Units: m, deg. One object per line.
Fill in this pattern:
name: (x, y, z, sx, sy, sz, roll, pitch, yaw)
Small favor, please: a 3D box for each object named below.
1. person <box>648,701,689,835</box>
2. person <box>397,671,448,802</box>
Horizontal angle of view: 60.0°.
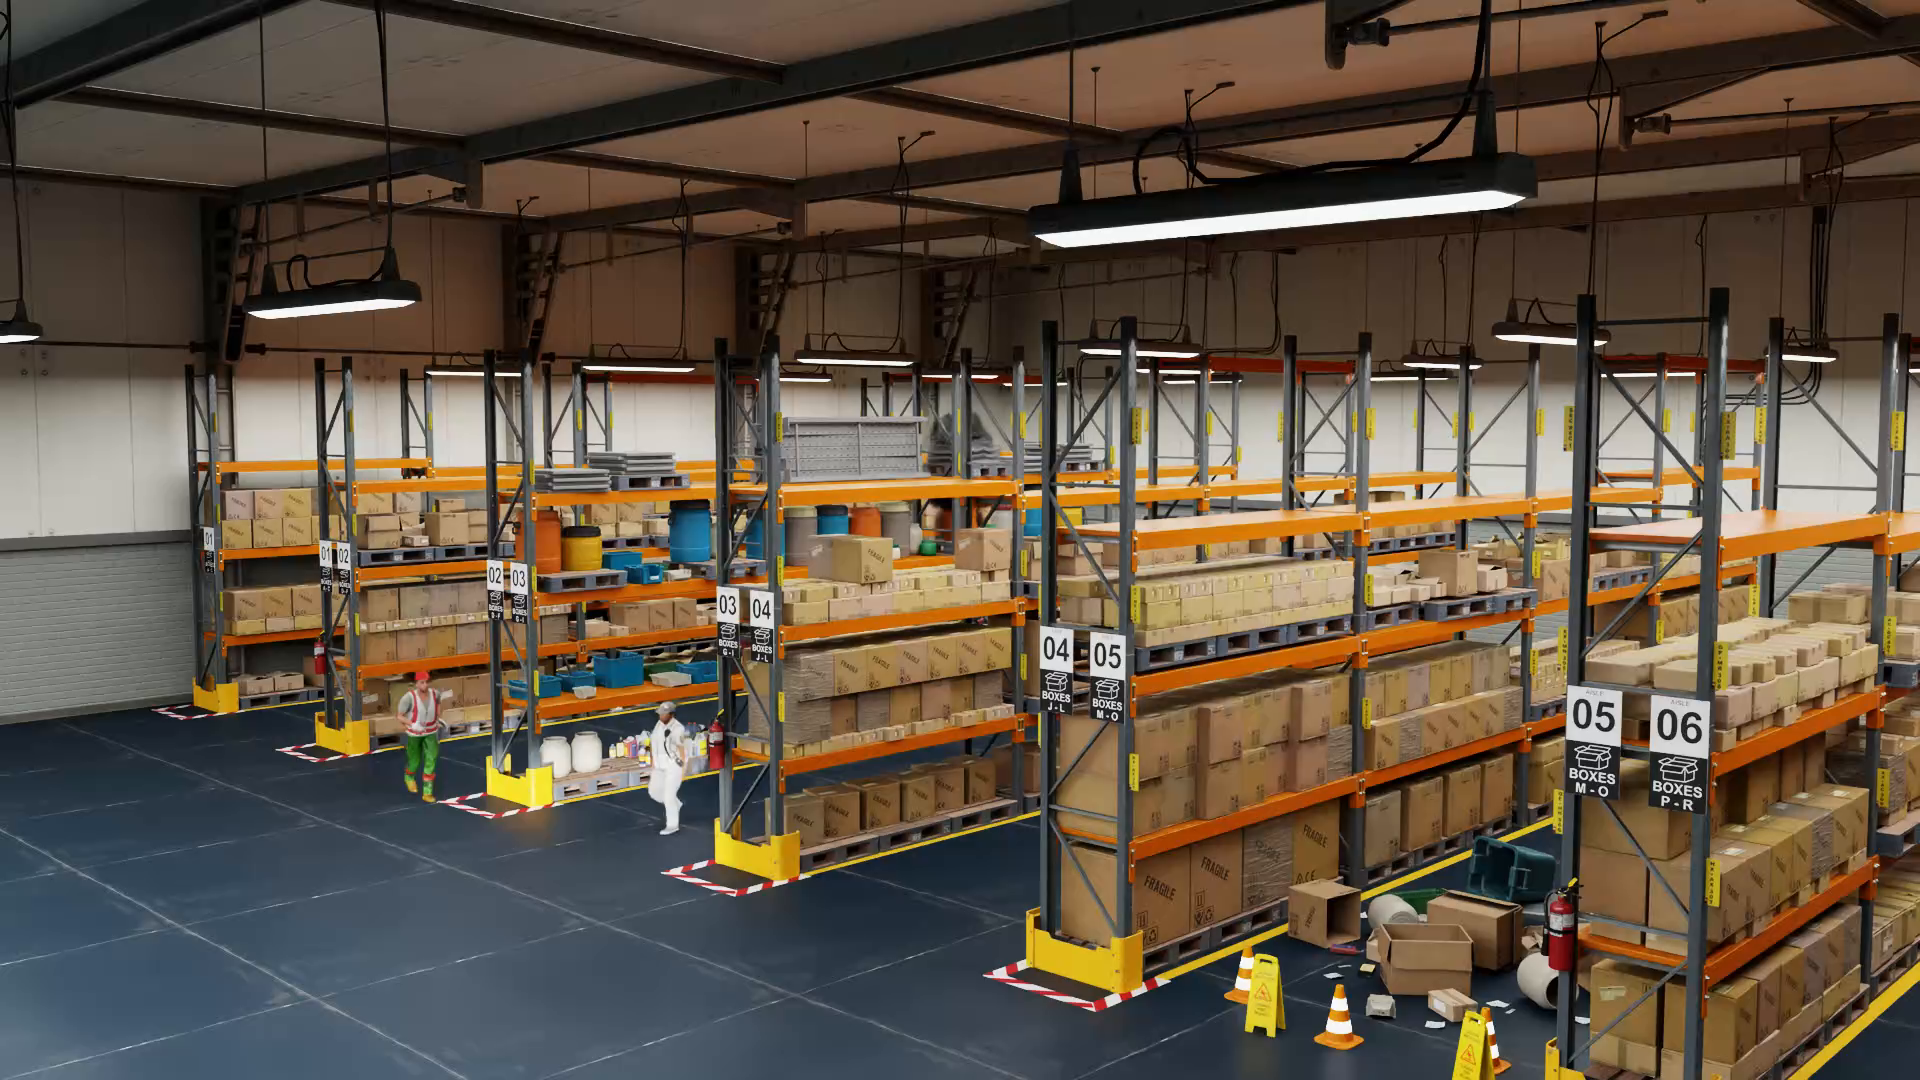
person: (-3.580, 2.767, 20.520, 0.641, 1.631, 0.629, 3, 6, 38)
person: (-7.218, 2.588, 22.234, 0.673, 1.746, 0.901, -3, 5, -33)
